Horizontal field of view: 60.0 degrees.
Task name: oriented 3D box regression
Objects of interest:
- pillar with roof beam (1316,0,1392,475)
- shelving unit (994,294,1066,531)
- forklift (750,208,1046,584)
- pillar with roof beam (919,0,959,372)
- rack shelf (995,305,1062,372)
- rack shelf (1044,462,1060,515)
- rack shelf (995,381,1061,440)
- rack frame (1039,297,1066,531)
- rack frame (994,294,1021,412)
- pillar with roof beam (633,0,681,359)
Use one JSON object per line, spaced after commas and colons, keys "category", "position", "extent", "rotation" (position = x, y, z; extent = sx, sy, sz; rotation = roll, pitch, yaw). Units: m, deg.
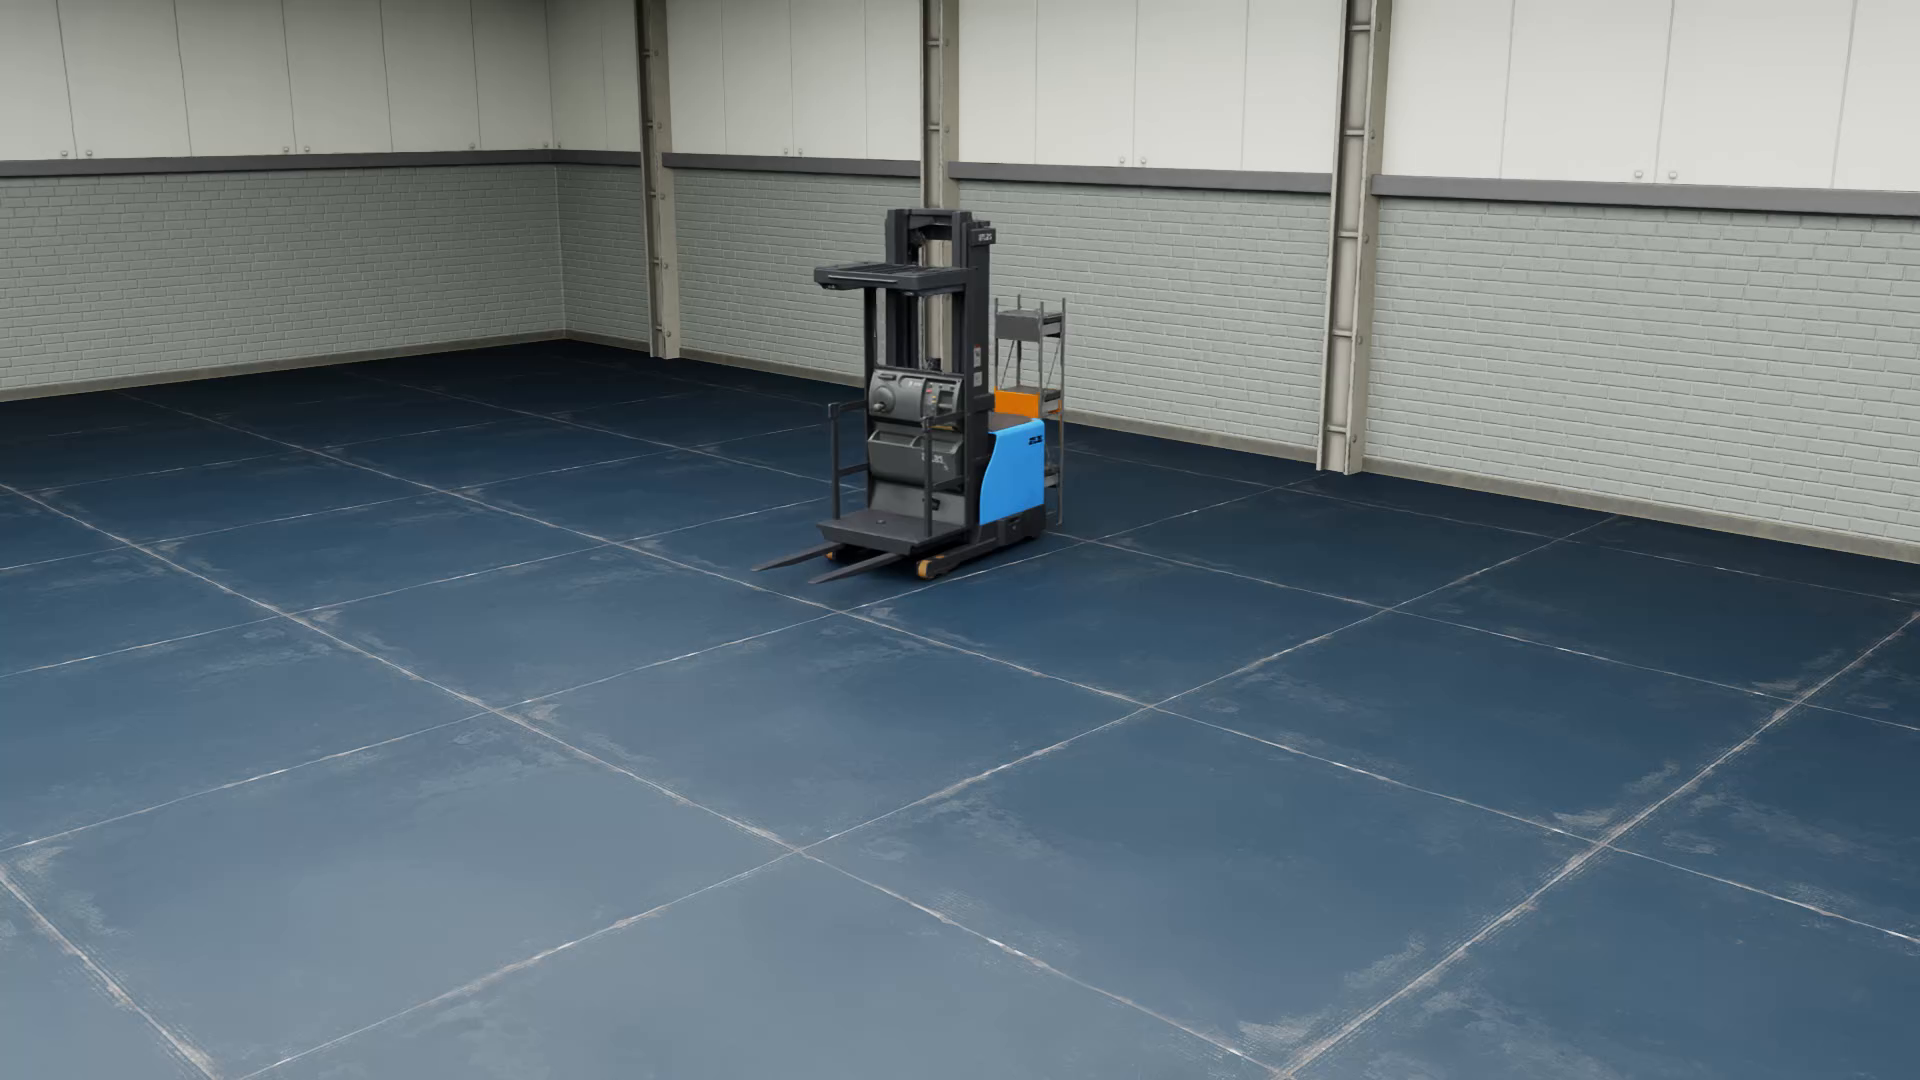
{"category": "pillar with roof beam", "position": [1.074, -4.321, 13.667], "extent": [0.400, 9.000, 9.100], "rotation": [14, 20, 42]}
{"category": "shelving unit", "position": [0.632, -1.167, 15.246], "extent": [0.503, 2.100, 0.431], "rotation": [10, 18, 35]}
{"category": "forklift", "position": [-0.503, -1.228, 13.833], "extent": [1.130, 2.935, 3.031], "rotation": [10, 18, 35]}
{"category": "pillar with roof beam", "position": [-3.245, -5.371, 17.697], "extent": [0.400, 9.000, 9.100], "rotation": [14, 20, 42]}
{"category": "rack shelf", "position": [0.632, -1.831, 15.073], "extent": [0.480, 0.518, 0.431], "rotation": [10, 18, 35]}
{"category": "rack shelf", "position": [0.632, -0.476, 15.426], "extent": [0.480, 0.518, 0.431], "rotation": [10, 18, 35]}
{"category": "rack shelf", "position": [0.632, -1.154, 15.249], "extent": [0.480, 0.518, 0.431], "rotation": [10, 18, 35]}
{"category": "rack frame", "position": [0.829, -1.131, 15.107], "extent": [0.015, 2.100, 0.400], "rotation": [10, 18, 35]}
{"category": "rack frame", "position": [0.435, -1.203, 15.385], "extent": [0.015, 2.100, 0.400], "rotation": [10, 18, 35]}
{"category": "pillar with roof beam", "position": [-7.565, -6.421, 21.727], "extent": [0.400, 9.000, 9.100], "rotation": [14, 20, 42]}
